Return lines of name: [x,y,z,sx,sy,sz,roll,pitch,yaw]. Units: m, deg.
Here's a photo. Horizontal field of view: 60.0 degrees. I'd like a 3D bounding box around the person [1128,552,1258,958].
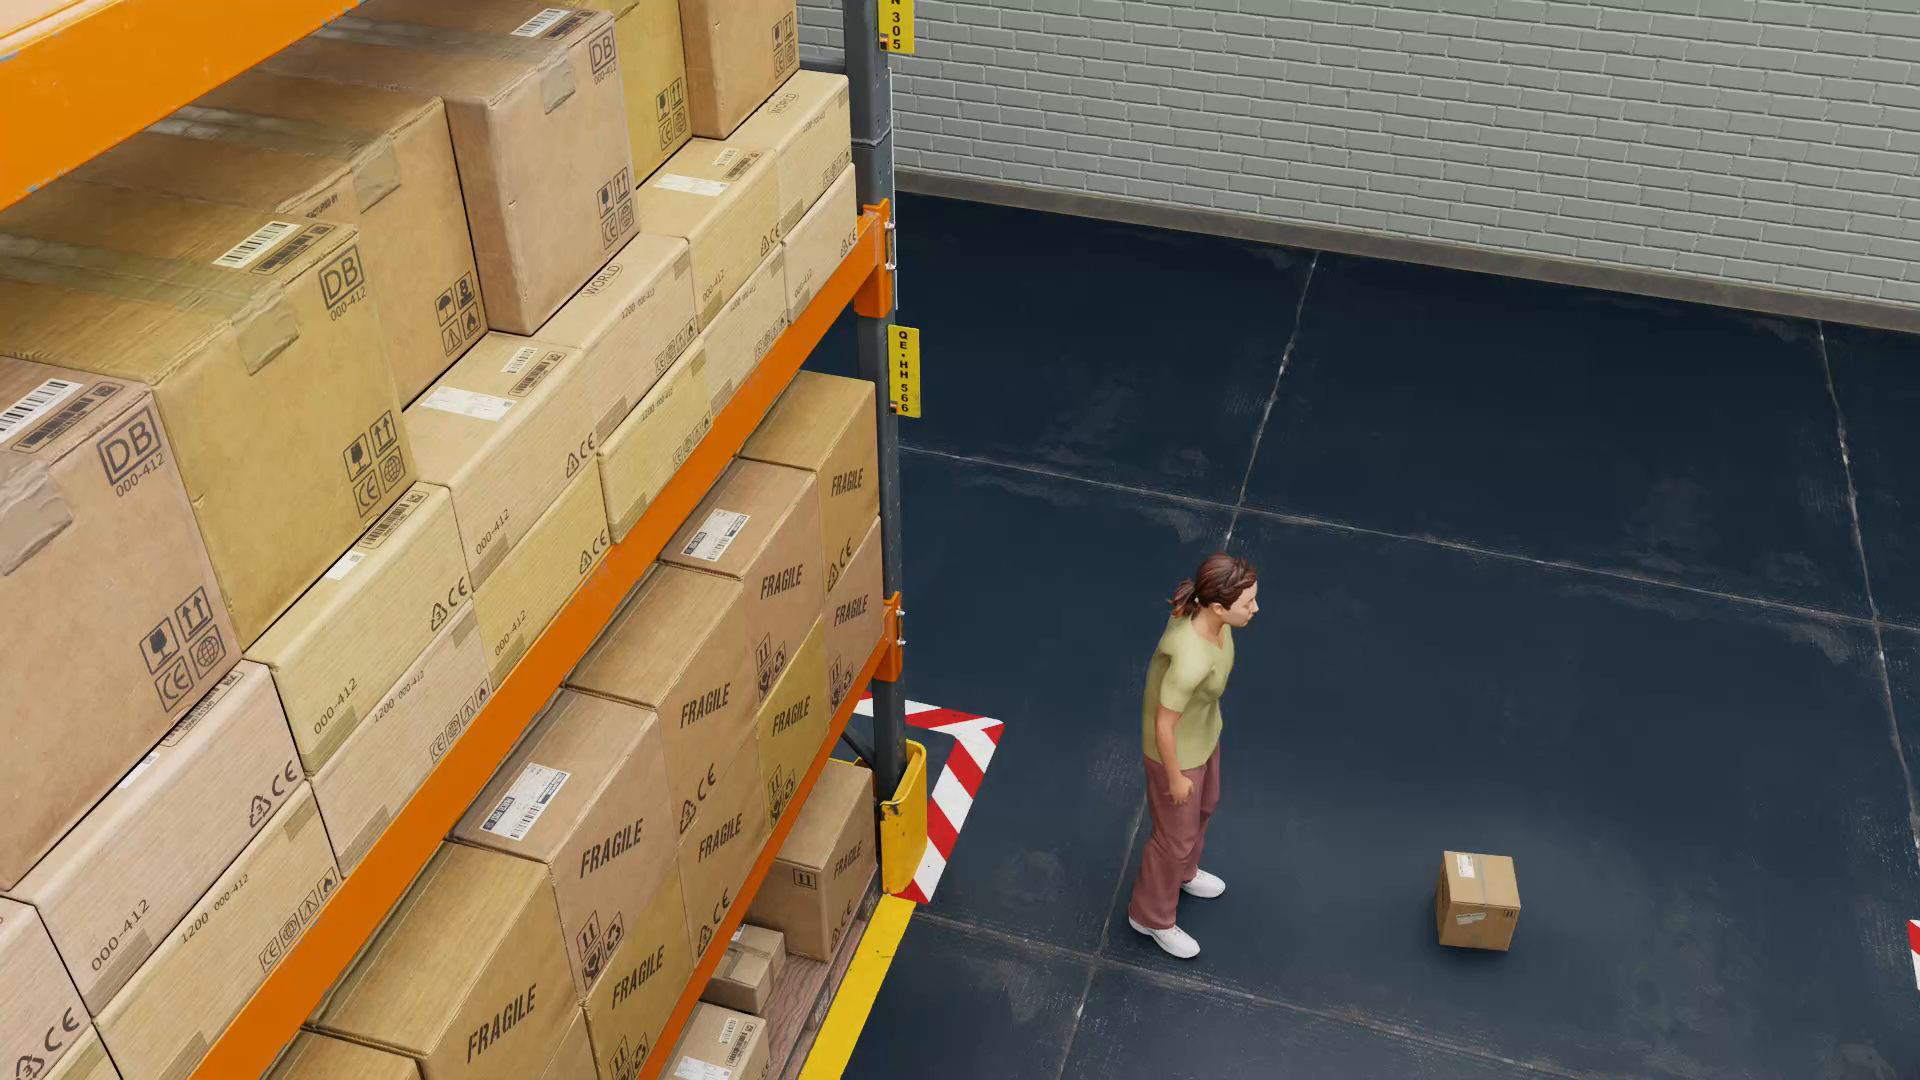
person: [0.823,0.735,5.932,0.350,1.660,0.520,14,39,18]
